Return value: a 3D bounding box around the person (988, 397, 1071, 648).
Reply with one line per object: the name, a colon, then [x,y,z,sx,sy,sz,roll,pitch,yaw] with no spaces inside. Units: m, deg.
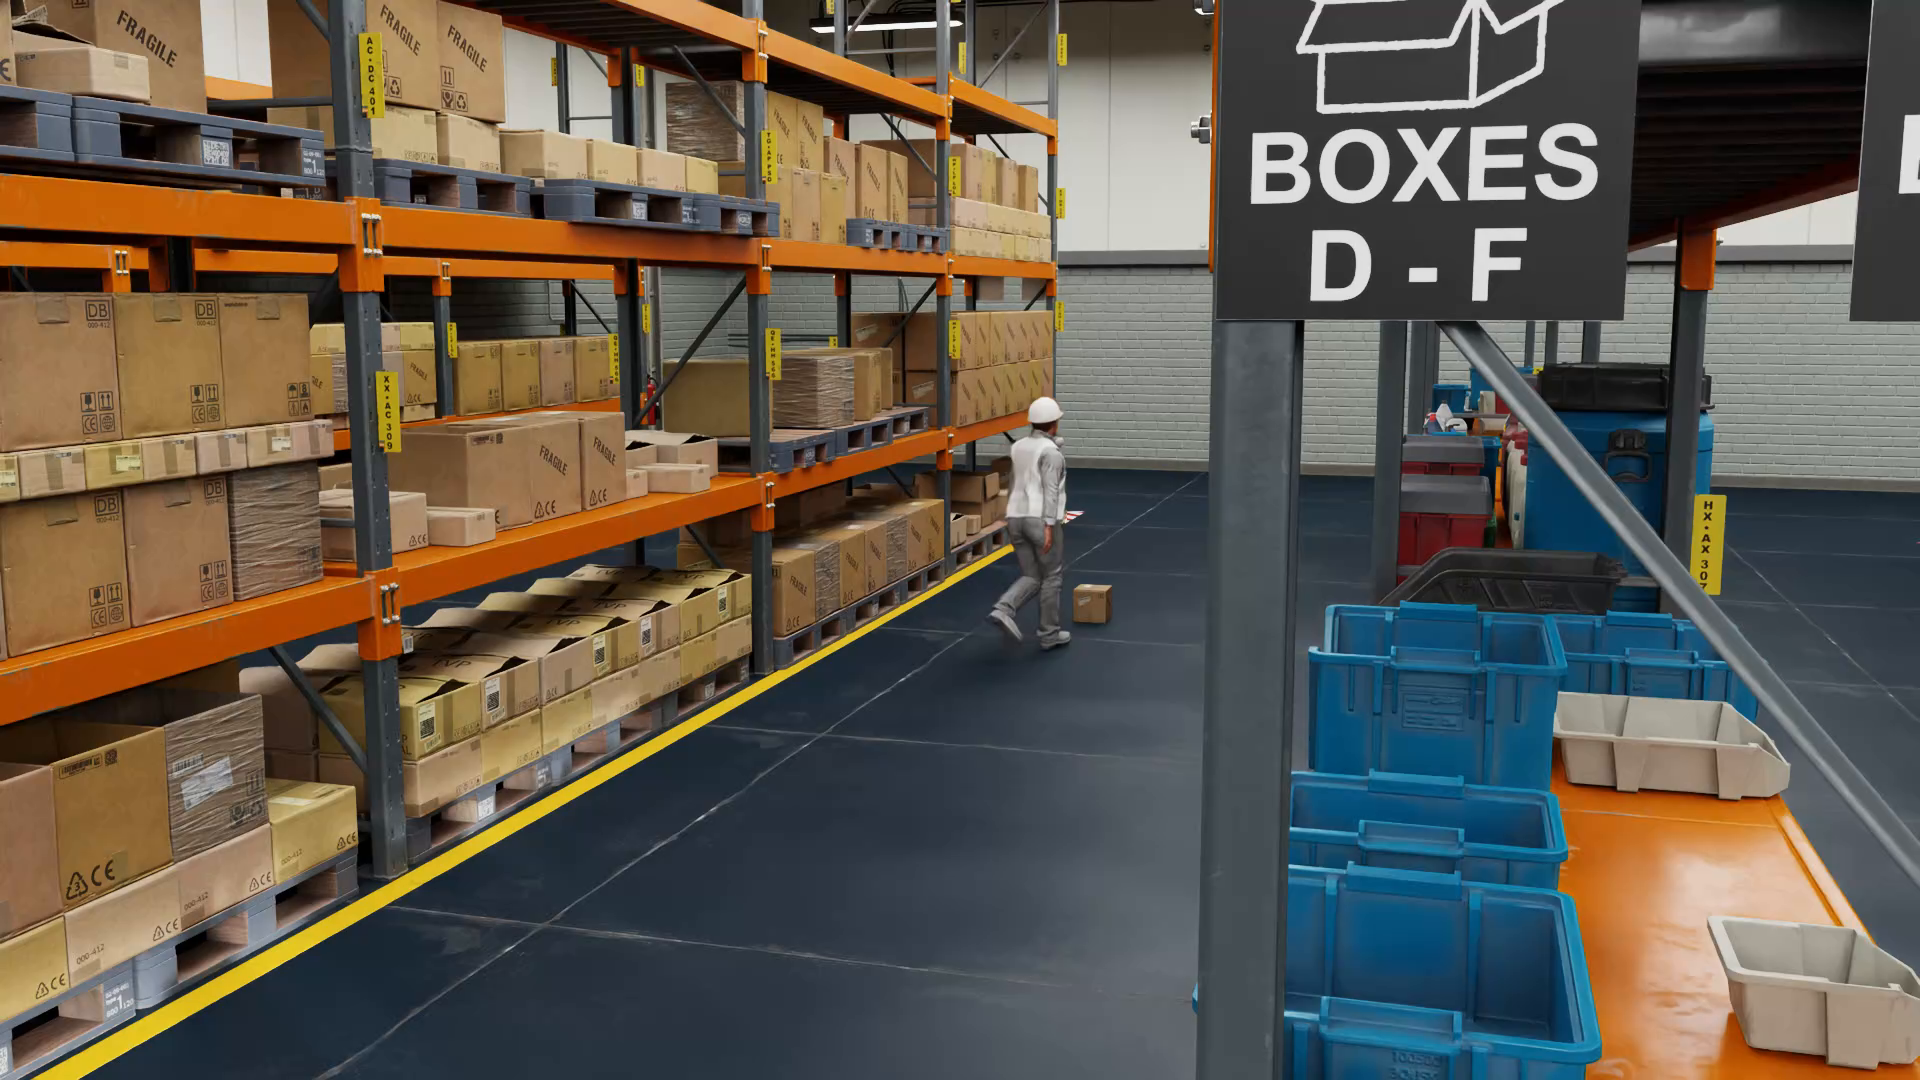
person: [0.452,-0.113,11.562,0.735,1.747,0.595,-6,10,-38]
